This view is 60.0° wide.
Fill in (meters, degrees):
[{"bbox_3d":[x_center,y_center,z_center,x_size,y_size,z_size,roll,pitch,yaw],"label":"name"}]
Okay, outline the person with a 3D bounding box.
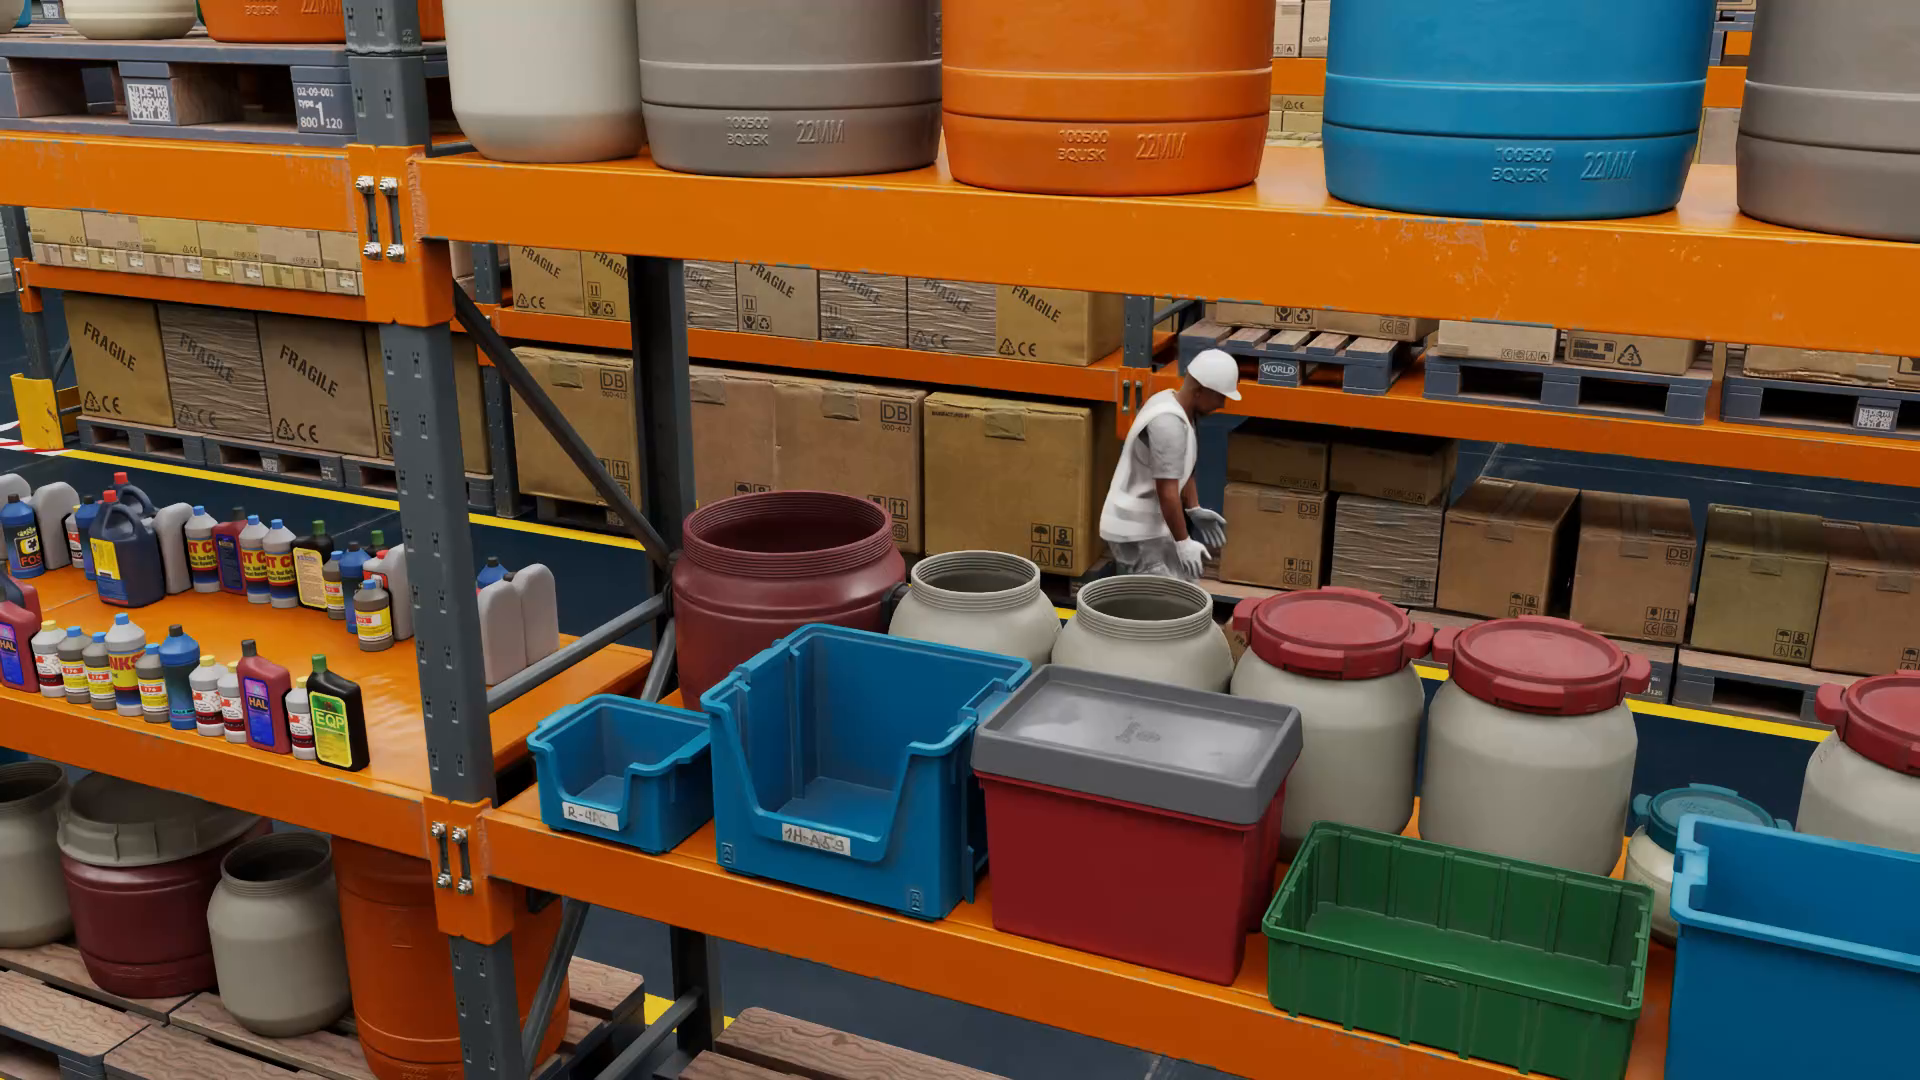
[{"bbox_3d":[0.922,-0.045,7.385,0.582,1.644,0.594,4,19,13],"label":"person"}]
